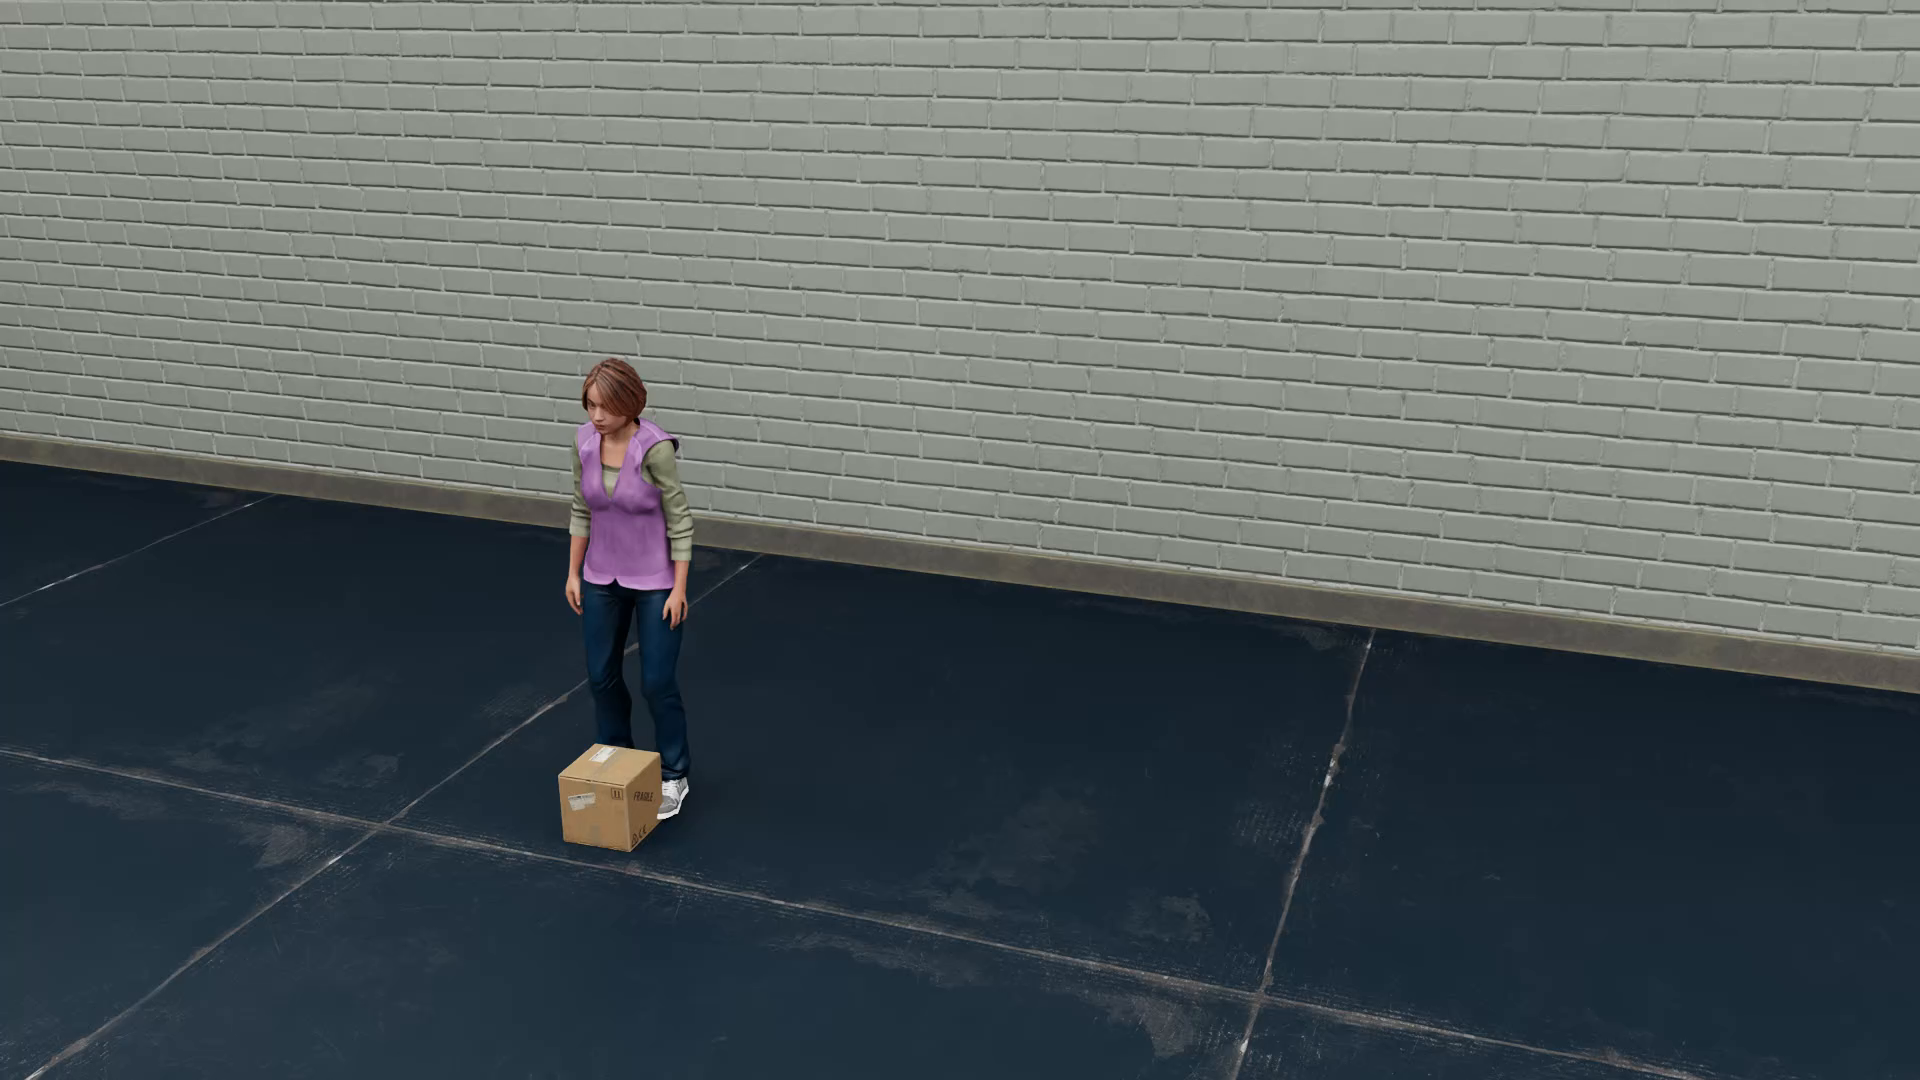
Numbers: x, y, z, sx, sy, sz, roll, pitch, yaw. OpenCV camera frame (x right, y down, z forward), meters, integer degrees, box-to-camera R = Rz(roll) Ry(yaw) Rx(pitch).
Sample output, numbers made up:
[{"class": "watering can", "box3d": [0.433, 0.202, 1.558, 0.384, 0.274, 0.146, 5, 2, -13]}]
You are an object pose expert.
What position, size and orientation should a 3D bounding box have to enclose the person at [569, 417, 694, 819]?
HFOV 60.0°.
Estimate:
[{"class": "person", "box3d": [-6.186, -0.675, 5.581, 10.188, 3.194, 3.307, 7, 20, 19]}]
